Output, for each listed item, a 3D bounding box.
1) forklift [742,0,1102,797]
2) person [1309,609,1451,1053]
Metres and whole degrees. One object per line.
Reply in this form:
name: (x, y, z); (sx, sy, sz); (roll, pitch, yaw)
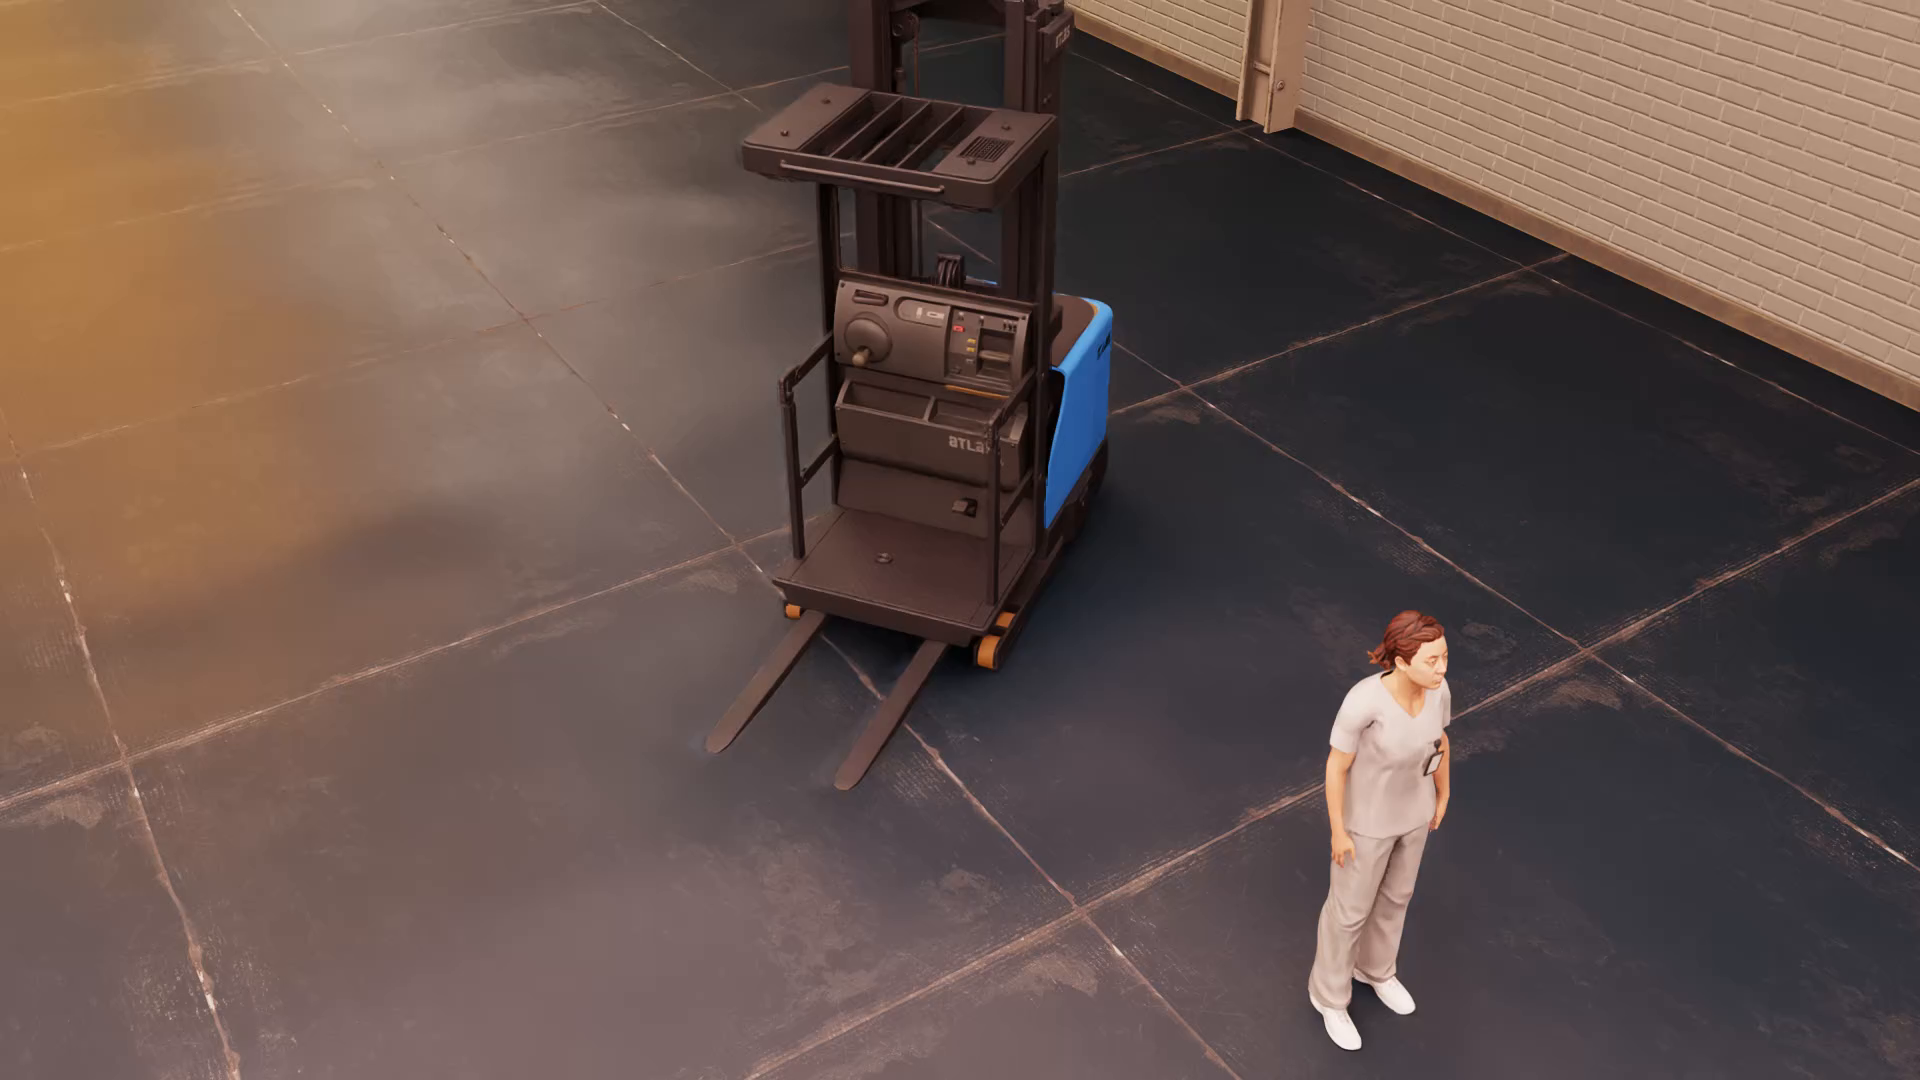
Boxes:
forklift: (-0.161, -0.854, 7.363); (1.130, 2.935, 3.031); (10, 36, 14)
person: (1.520, 1.001, 5.814); (0.527, 1.681, 0.524); (-15, 38, -21)
